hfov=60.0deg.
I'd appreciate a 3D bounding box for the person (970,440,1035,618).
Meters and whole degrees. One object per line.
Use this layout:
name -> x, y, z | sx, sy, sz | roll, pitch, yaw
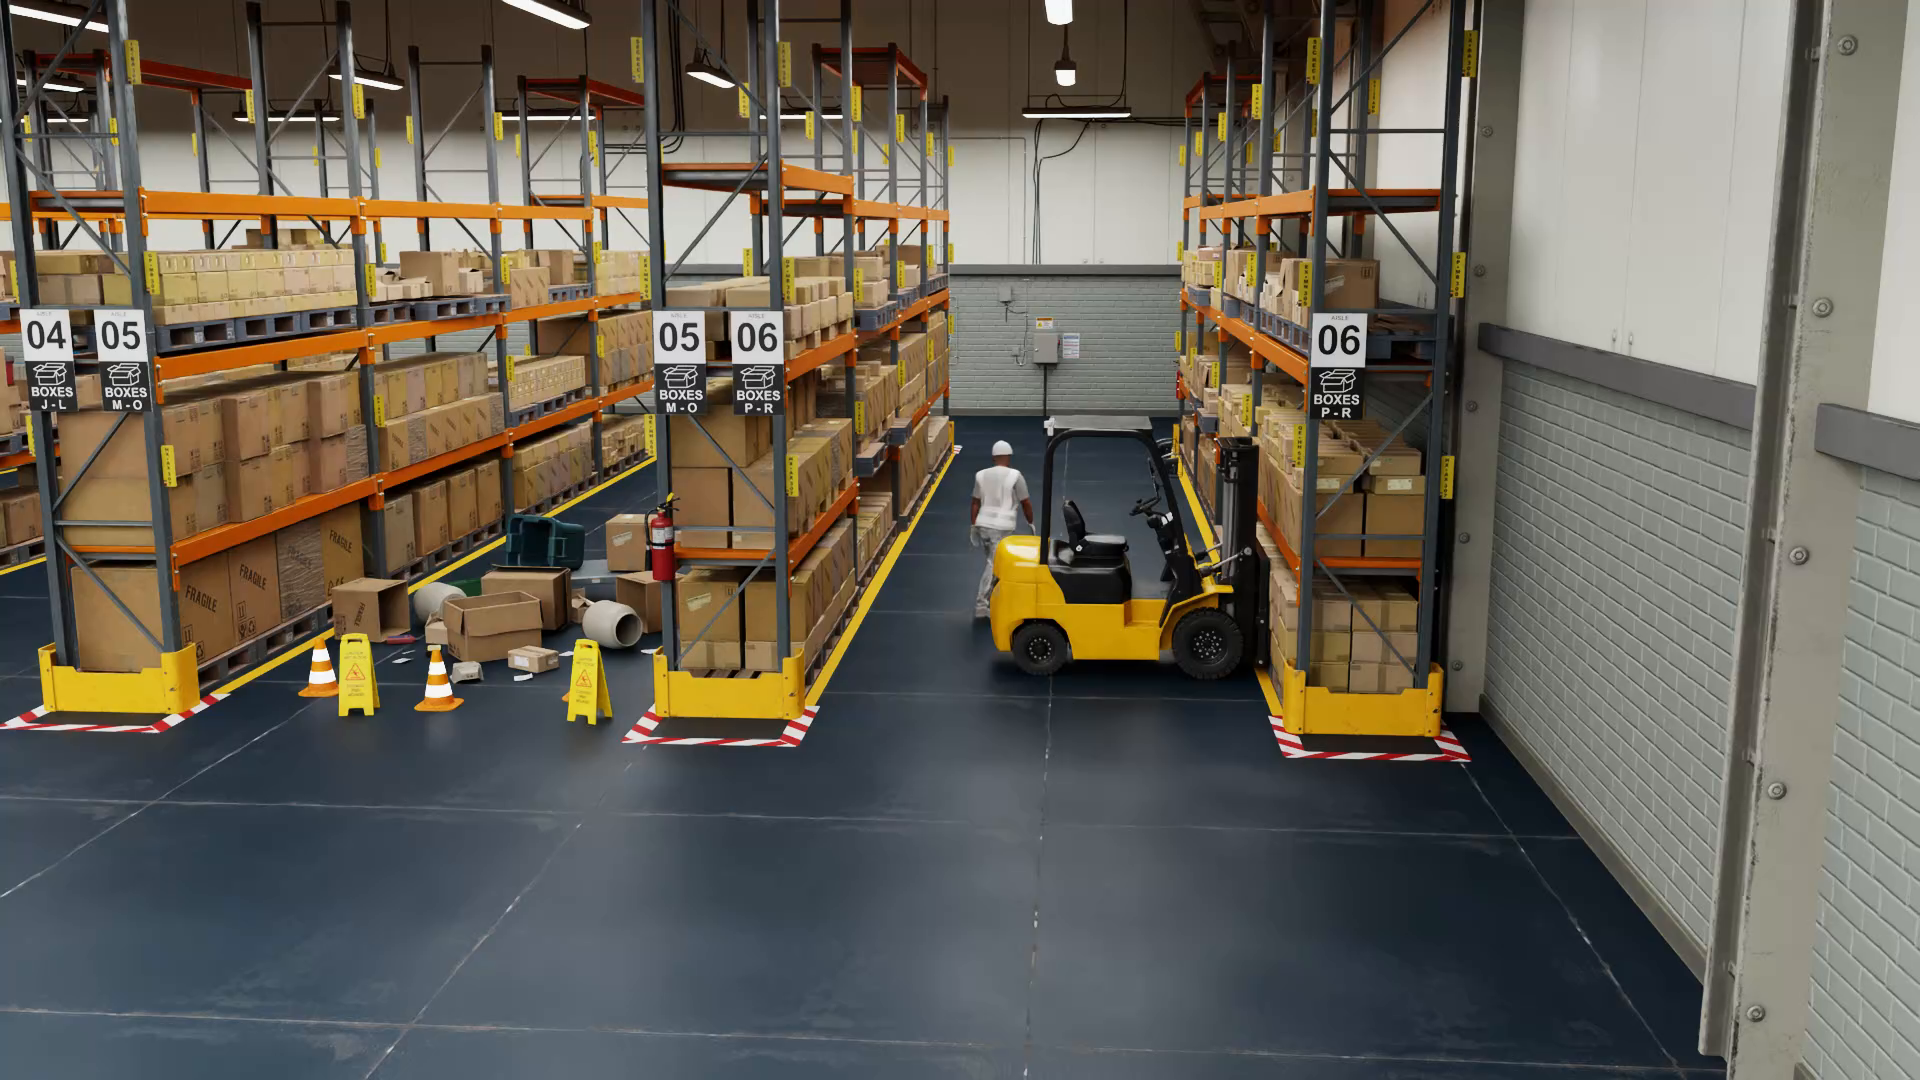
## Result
person -> 0.391, -0.121, 16.593 | 0.556, 1.721, 1.003 | 9, 14, 39
